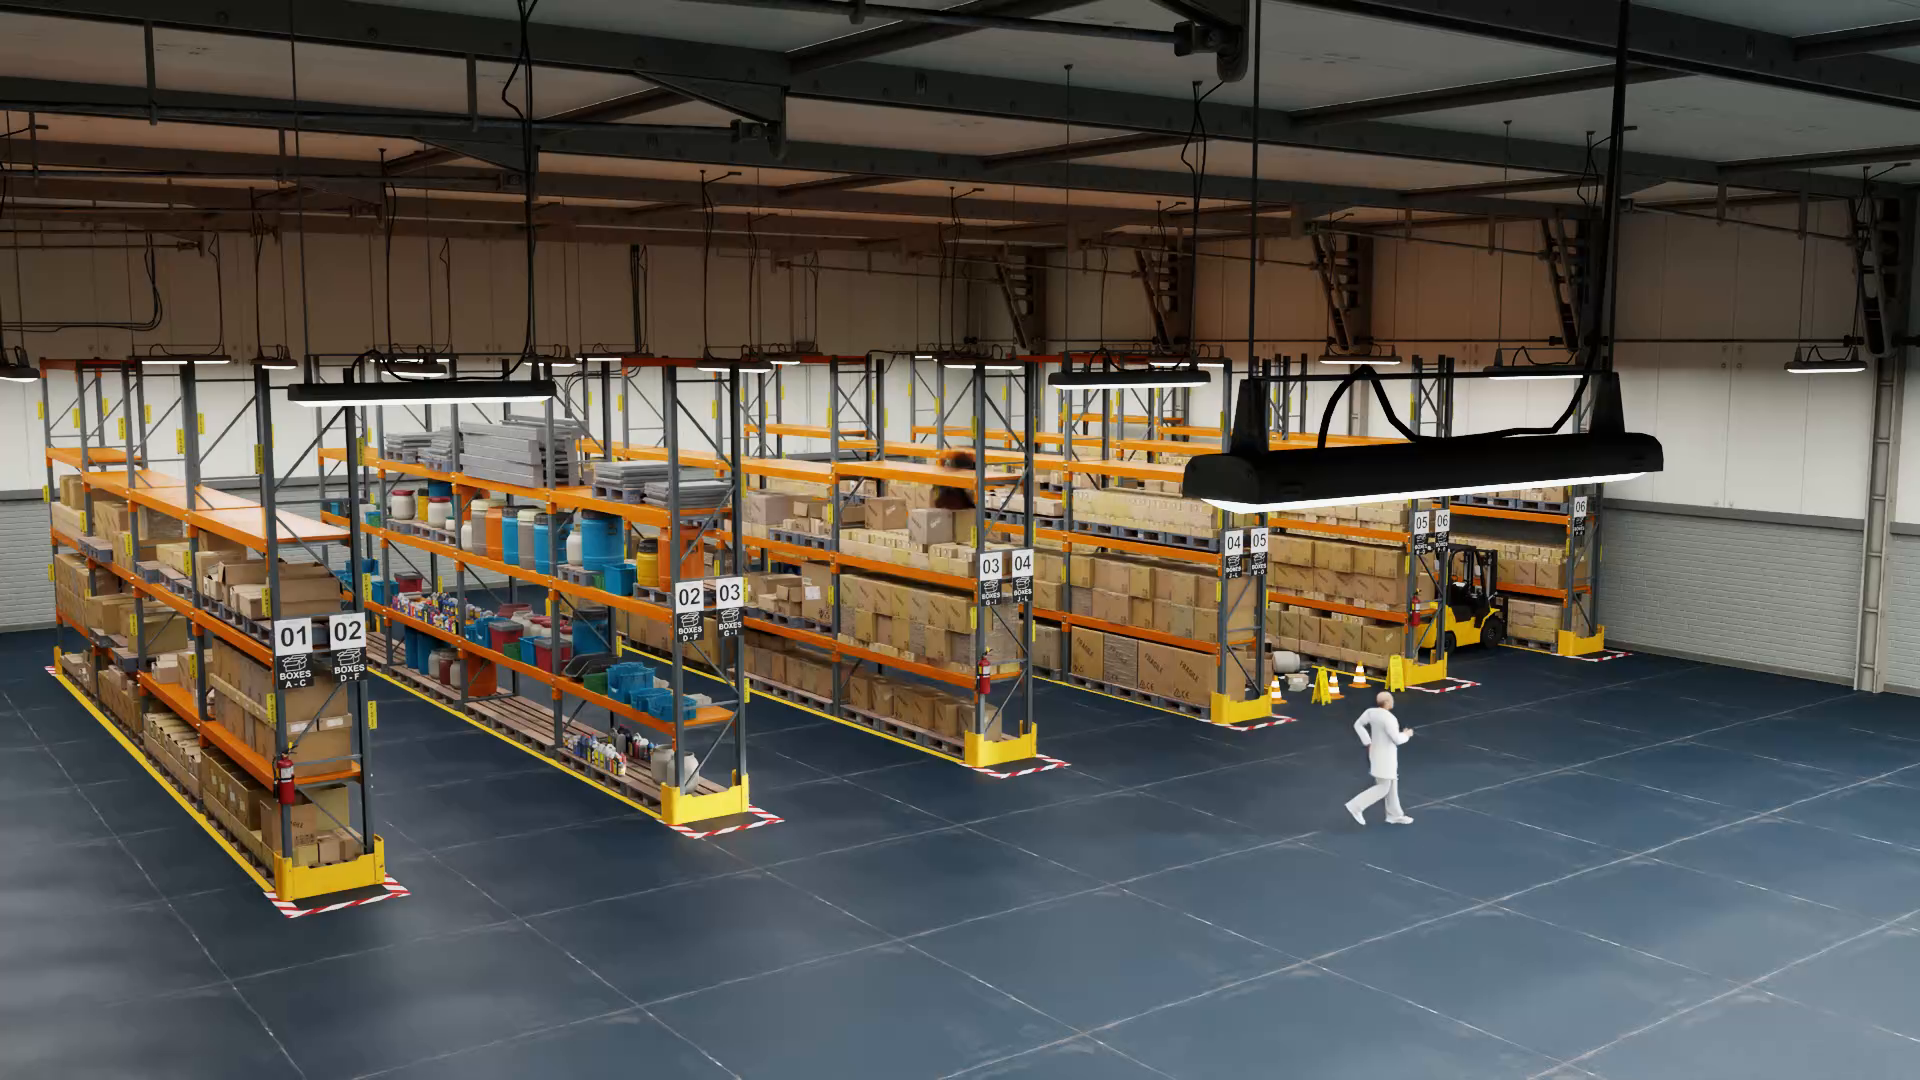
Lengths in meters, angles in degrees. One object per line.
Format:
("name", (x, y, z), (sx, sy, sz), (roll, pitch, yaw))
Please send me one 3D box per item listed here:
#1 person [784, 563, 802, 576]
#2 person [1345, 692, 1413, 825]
("person", (-4.225, 0.522, 41.869), (0.674, 1.661, 0.683), (2, 7, 17))
("person", (5.461, 2.941, 21.607), (1.001, 1.563, 0.713), (-1, 7, -12))
